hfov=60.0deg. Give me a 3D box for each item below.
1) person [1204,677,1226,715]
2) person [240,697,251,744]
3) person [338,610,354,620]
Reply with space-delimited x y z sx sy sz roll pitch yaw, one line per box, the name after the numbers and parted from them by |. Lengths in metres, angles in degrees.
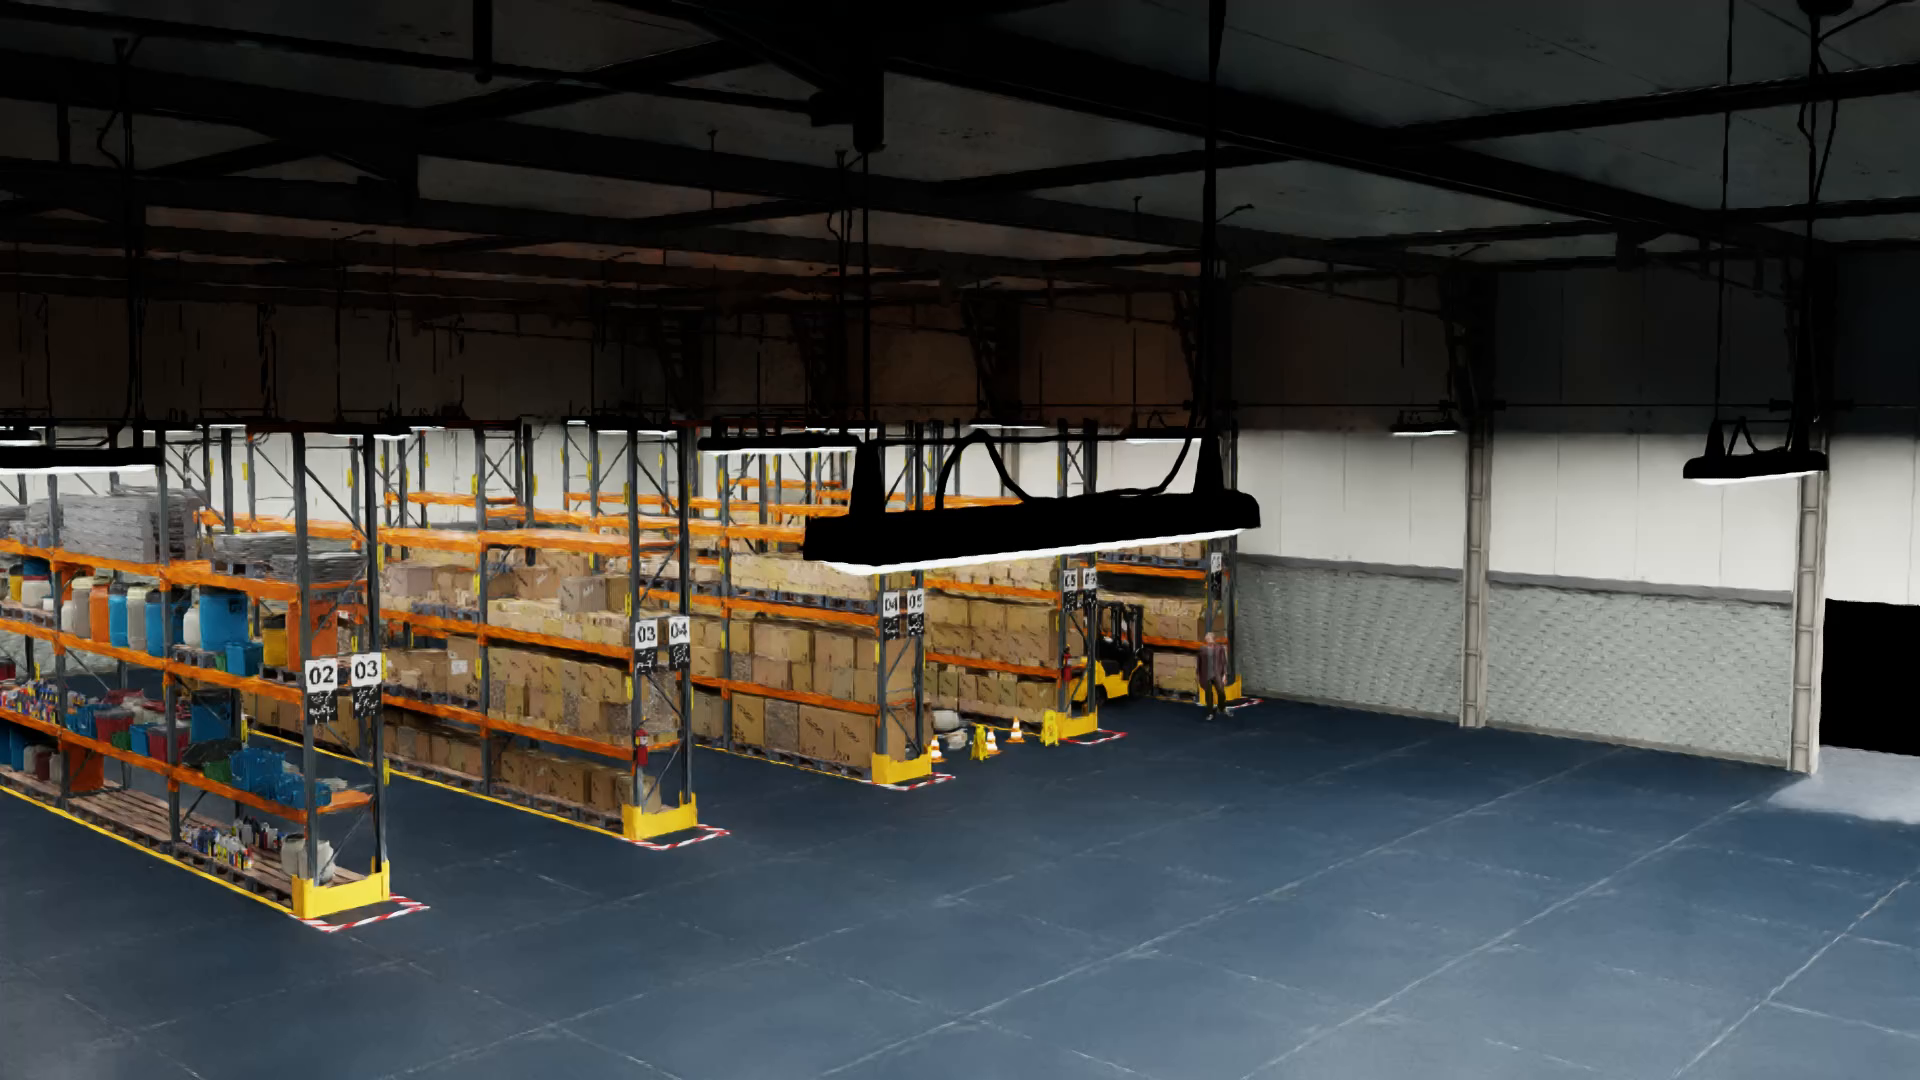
5.102 3.026 33.361 0.478 0.991 0.456 1 5 14 | person
-11.587 3.008 26.667 0.509 0.989 0.483 3 6 34 | person
-14.450 2.221 39.315 0.627 1.783 0.383 1 5 8 | person
